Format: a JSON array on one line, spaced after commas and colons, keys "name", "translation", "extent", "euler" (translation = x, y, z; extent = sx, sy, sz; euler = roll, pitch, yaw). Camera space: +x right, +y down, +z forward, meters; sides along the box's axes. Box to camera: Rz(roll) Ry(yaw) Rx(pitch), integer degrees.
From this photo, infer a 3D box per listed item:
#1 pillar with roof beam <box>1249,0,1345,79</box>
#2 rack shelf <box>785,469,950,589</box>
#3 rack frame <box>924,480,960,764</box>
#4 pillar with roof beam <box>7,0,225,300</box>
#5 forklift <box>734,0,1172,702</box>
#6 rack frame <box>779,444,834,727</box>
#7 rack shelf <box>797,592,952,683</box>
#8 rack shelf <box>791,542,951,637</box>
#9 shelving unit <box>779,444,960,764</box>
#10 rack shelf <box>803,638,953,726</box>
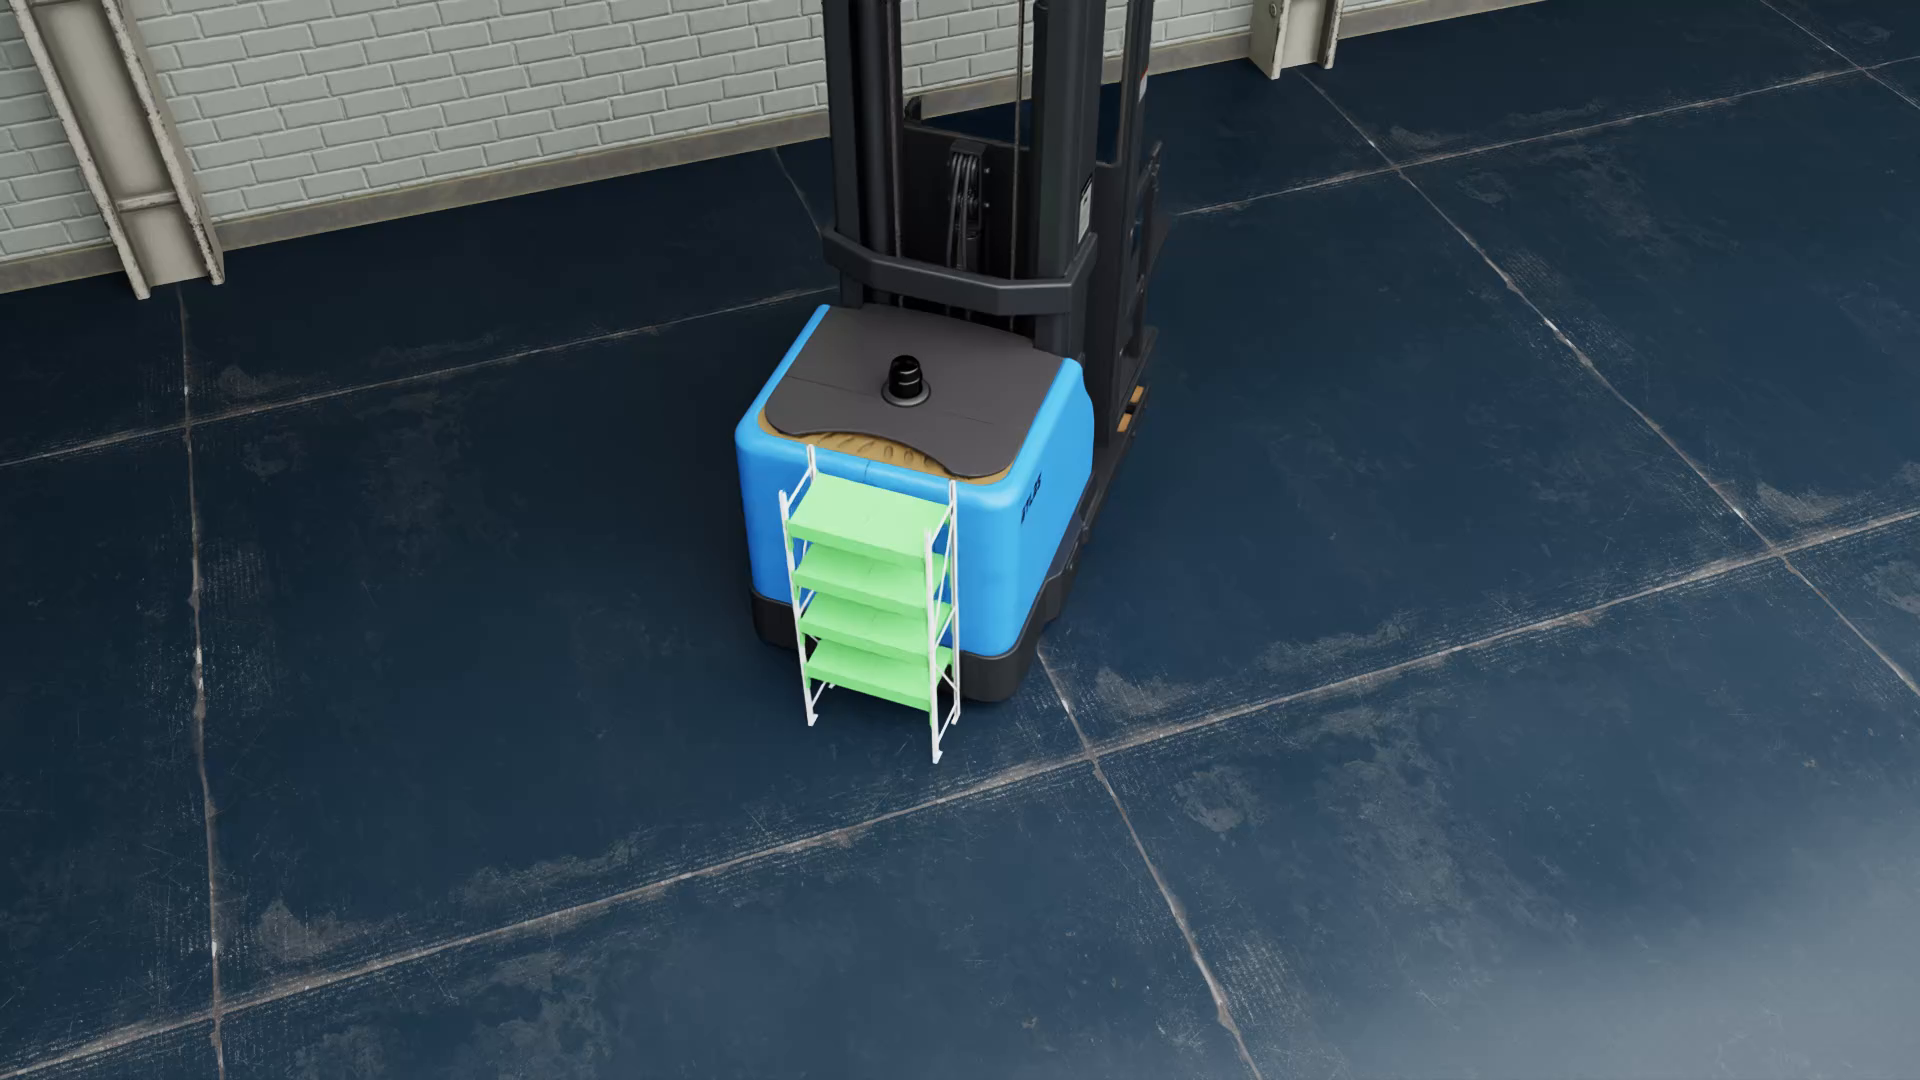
[{"name": "pillar with roof beam", "translation": [3.338, -3.040, 3.427], "extent": [0.400, 9.000, 9.100], "euler": [-14, 47, -14]}, {"name": "rack shelf", "translation": [-0.288, -0.039, 5.348], "extent": [0.480, 0.148, 0.258], "euler": [15, 49, 14]}, {"name": "rack frame", "translation": [-0.055, 0.306, 5.592], "extent": [0.015, 1.200, 0.240], "euler": [15, 49, 14]}, {"name": "pillar with roof beam", "translation": [-2.305, -1.597, 1.989], "extent": [0.400, 9.000, 9.100], "euler": [-14, 47, -14]}, {"name": "forklift", "translation": [0.190, -1.507, 6.182], "extent": [1.130, 2.935, 3.031], "euler": [14, 47, 14]}, {"name": "rack frame", "translation": [-0.512, 0.186, 5.711], "extent": [0.015, 1.200, 0.240], "euler": [15, 49, 14]}, {"name": "rack shelf", "translation": [-0.283, 0.290, 5.698], "extent": [0.480, 0.148, 0.258], "euler": [15, 49, 14]}, {"name": "rack shelf", "translation": [-0.286, 0.126, 5.523], "extent": [0.480, 0.148, 0.258], "euler": [15, 49, 14]}, {"name": "shelving unit", "translation": [-0.284, 0.246, 5.652], "extent": [0.503, 1.200, 0.258], "euler": [15, 49, 14]}, {"name": "rack shelf", "translation": [-0.280, 0.454, 5.873], "extent": [0.480, 0.148, 0.258], "euler": [15, 49, 14]}]
